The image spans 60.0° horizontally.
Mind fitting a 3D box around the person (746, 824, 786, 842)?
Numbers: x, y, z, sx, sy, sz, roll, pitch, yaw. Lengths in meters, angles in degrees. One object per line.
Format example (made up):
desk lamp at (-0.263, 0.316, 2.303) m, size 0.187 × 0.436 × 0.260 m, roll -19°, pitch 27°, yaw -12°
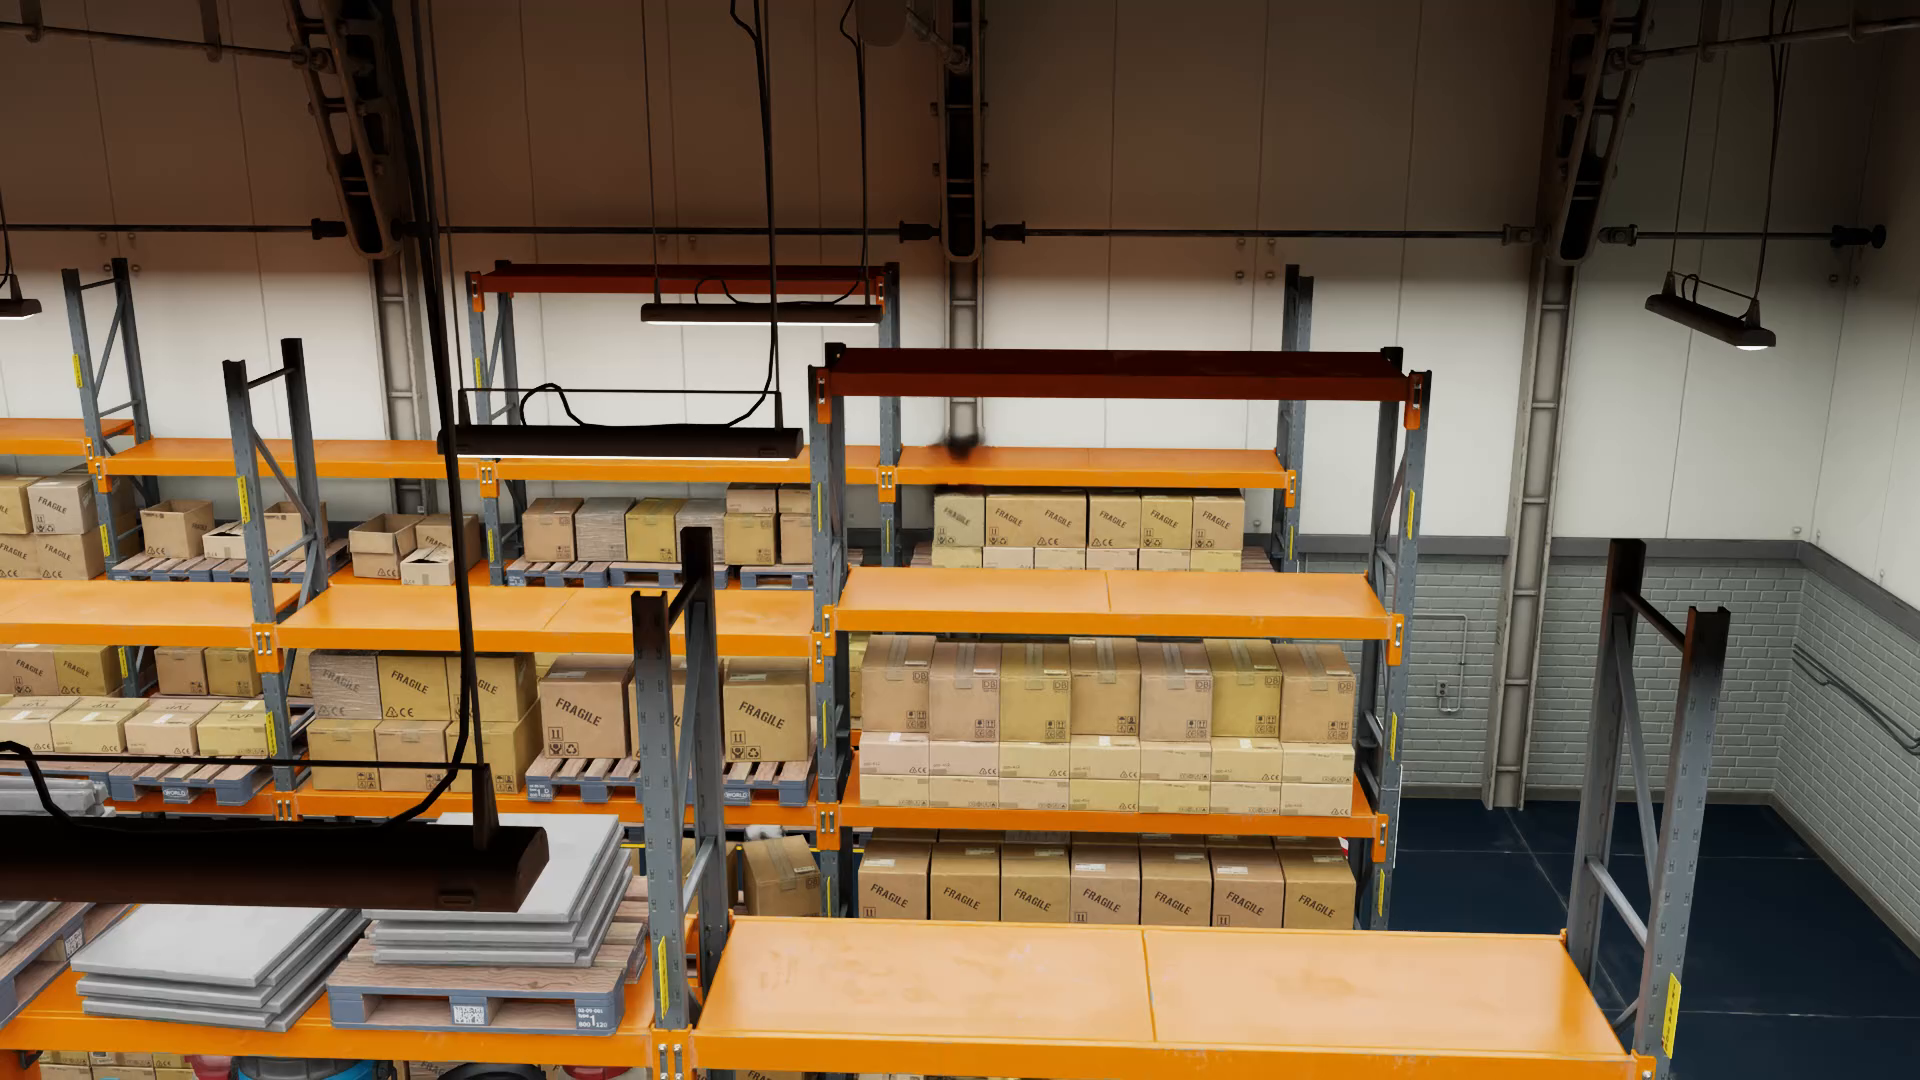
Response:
person at (-1.755, 3.041, 15.168) m, size 0.494 × 1.624 × 0.449 m, roll 14°, pitch 21°, yaw 40°
